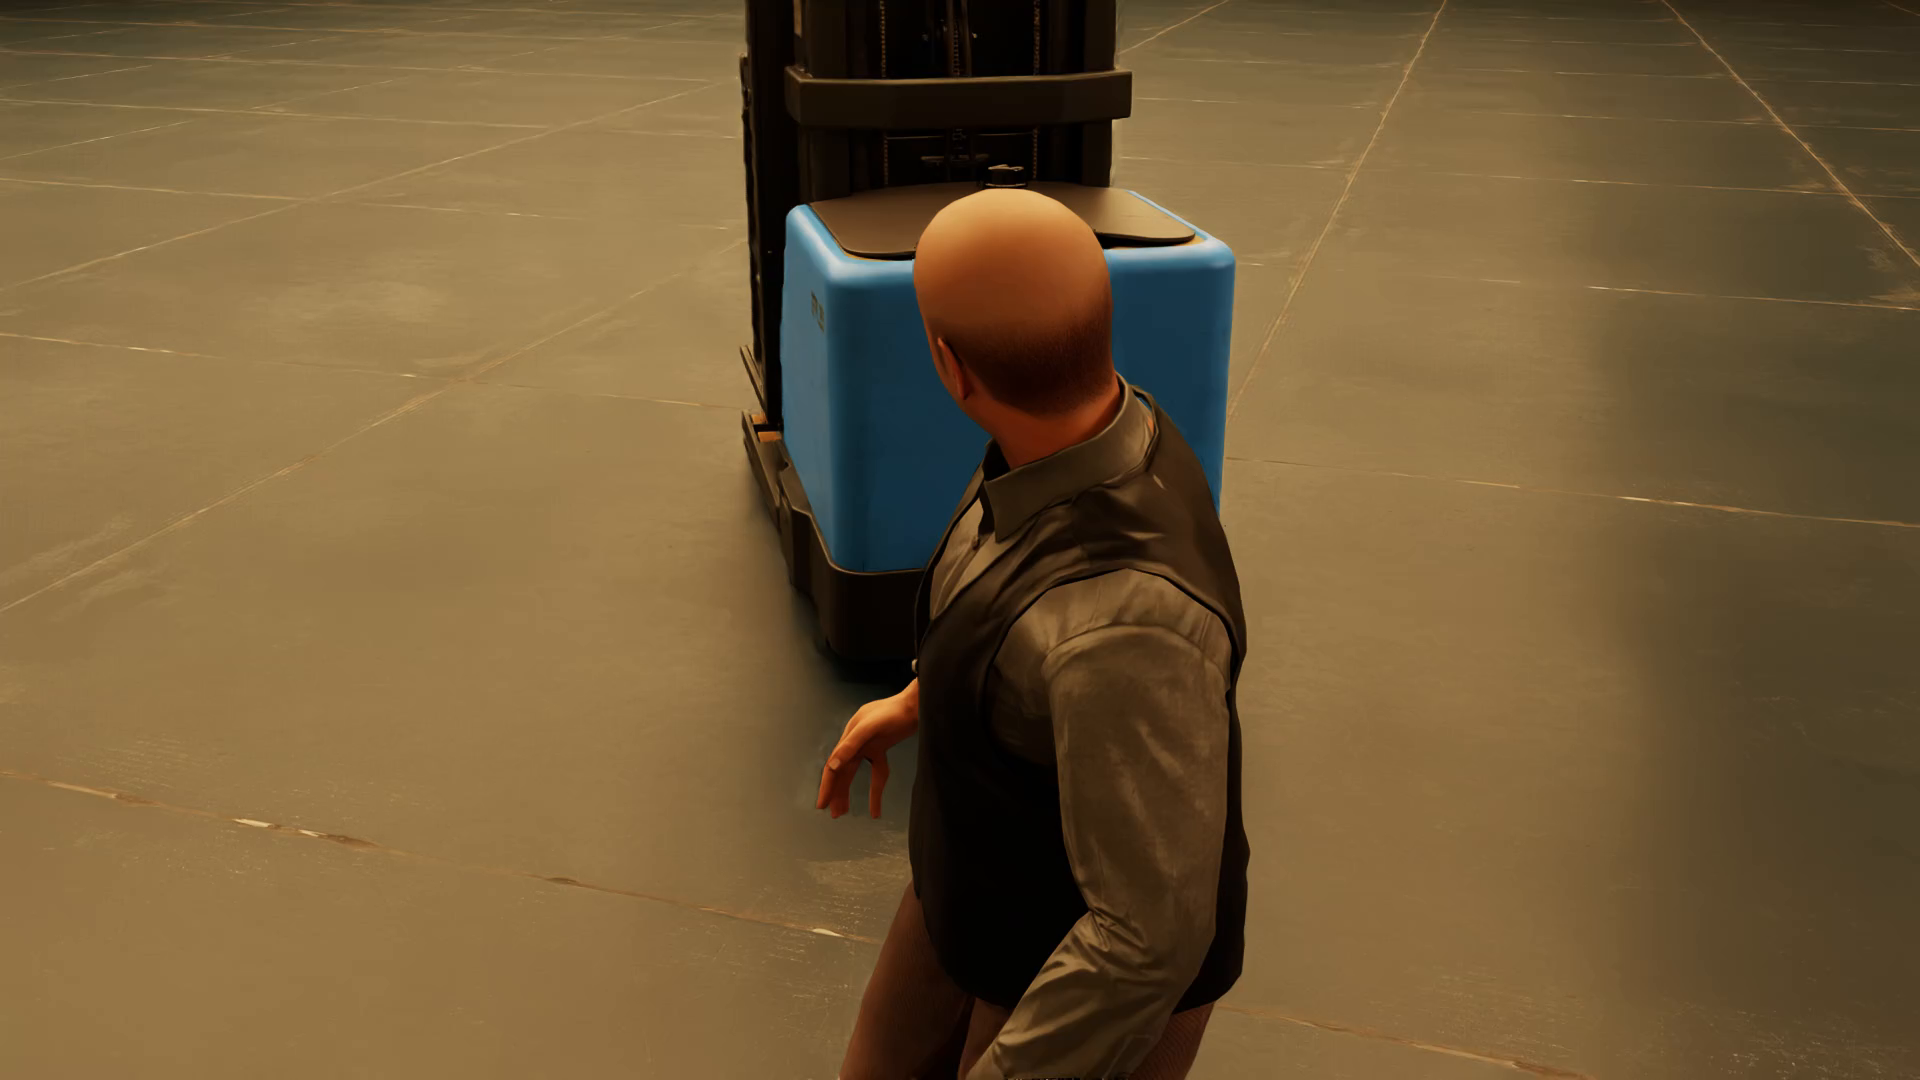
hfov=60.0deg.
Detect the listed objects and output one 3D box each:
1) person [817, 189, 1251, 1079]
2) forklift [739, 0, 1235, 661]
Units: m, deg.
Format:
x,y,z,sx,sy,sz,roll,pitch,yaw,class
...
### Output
x,y,z,sx,sy,sz,roll,pitch,yaw,class
0.051,0.461,1.814,0.516,1.687,0.731,-5,23,-13,person
-0.139,-1.582,5.111,1.130,2.935,3.031,-5,23,-12,forklift
